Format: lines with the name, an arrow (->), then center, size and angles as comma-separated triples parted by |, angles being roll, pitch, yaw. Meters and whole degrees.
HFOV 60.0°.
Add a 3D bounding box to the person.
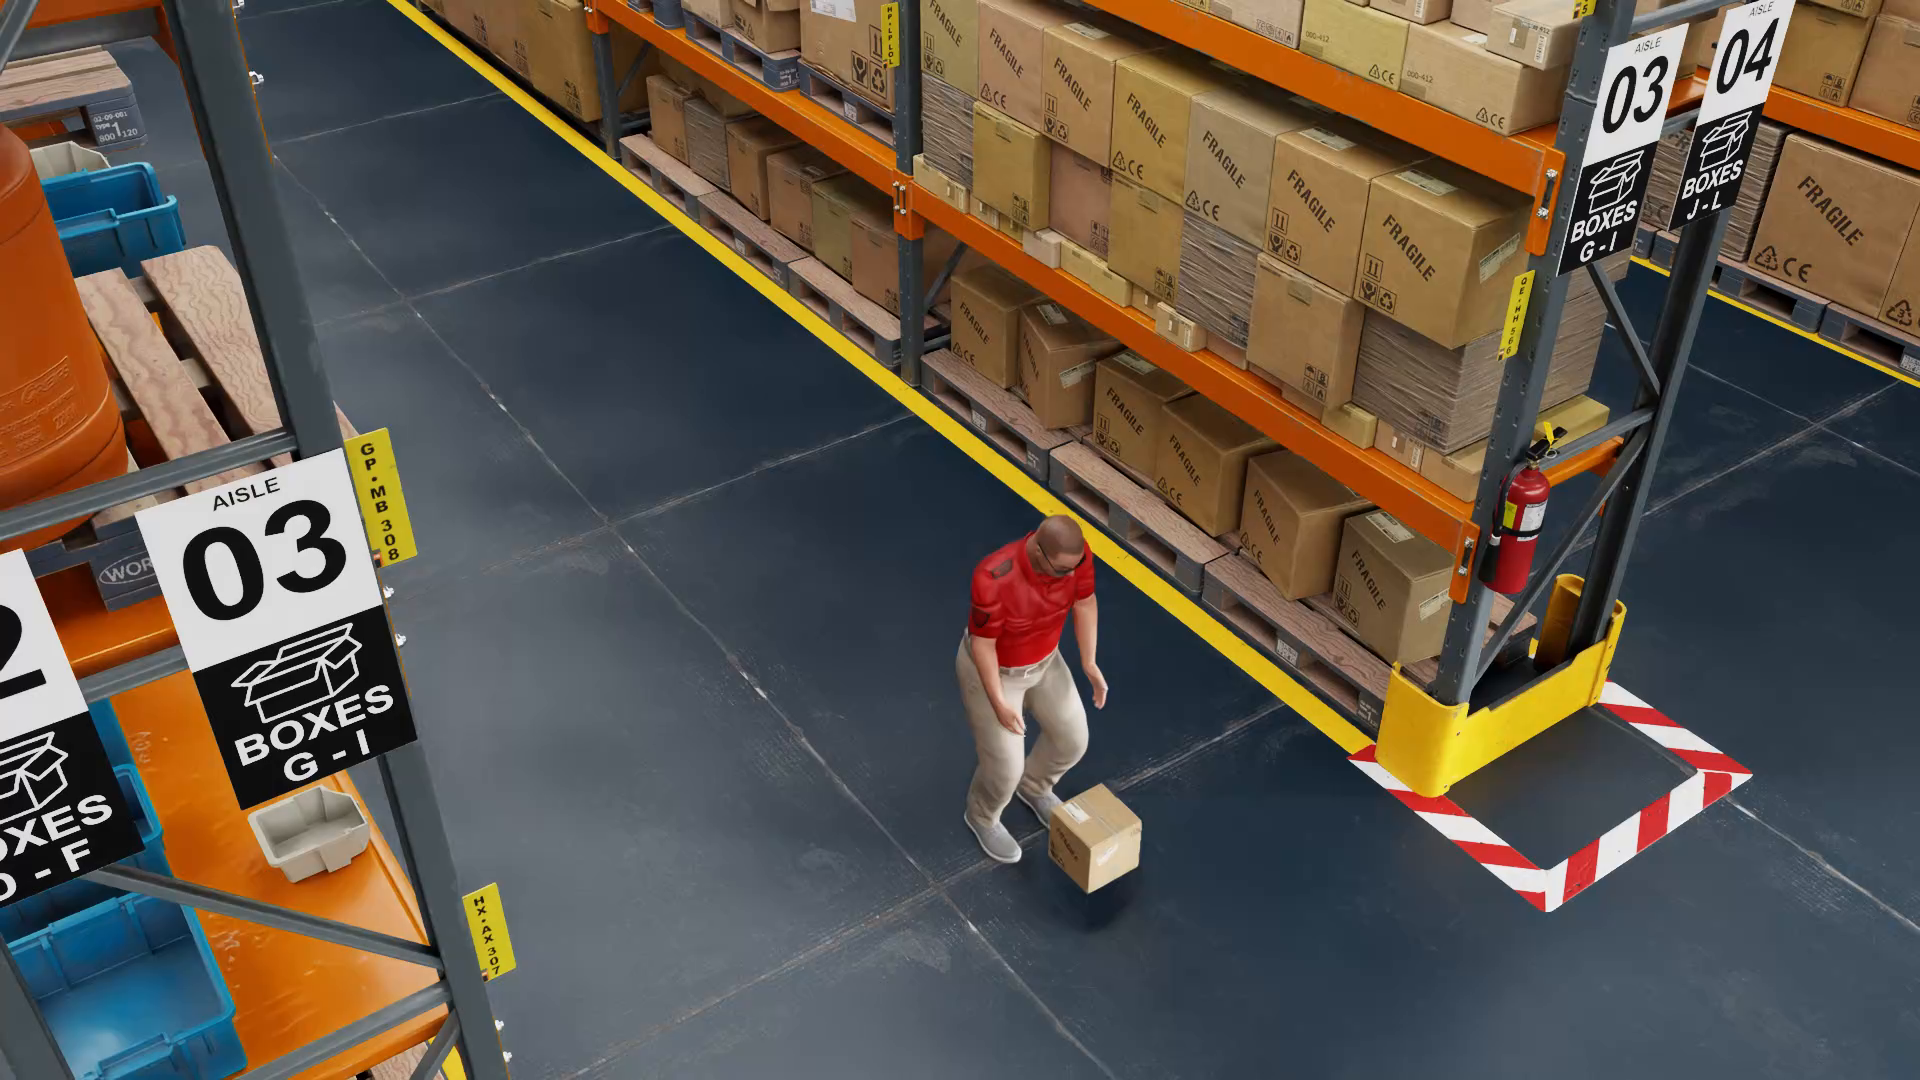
person -> 0.281, 0.249, 6.200 | 0.571, 0.946, 0.446 | -22, 41, -27
